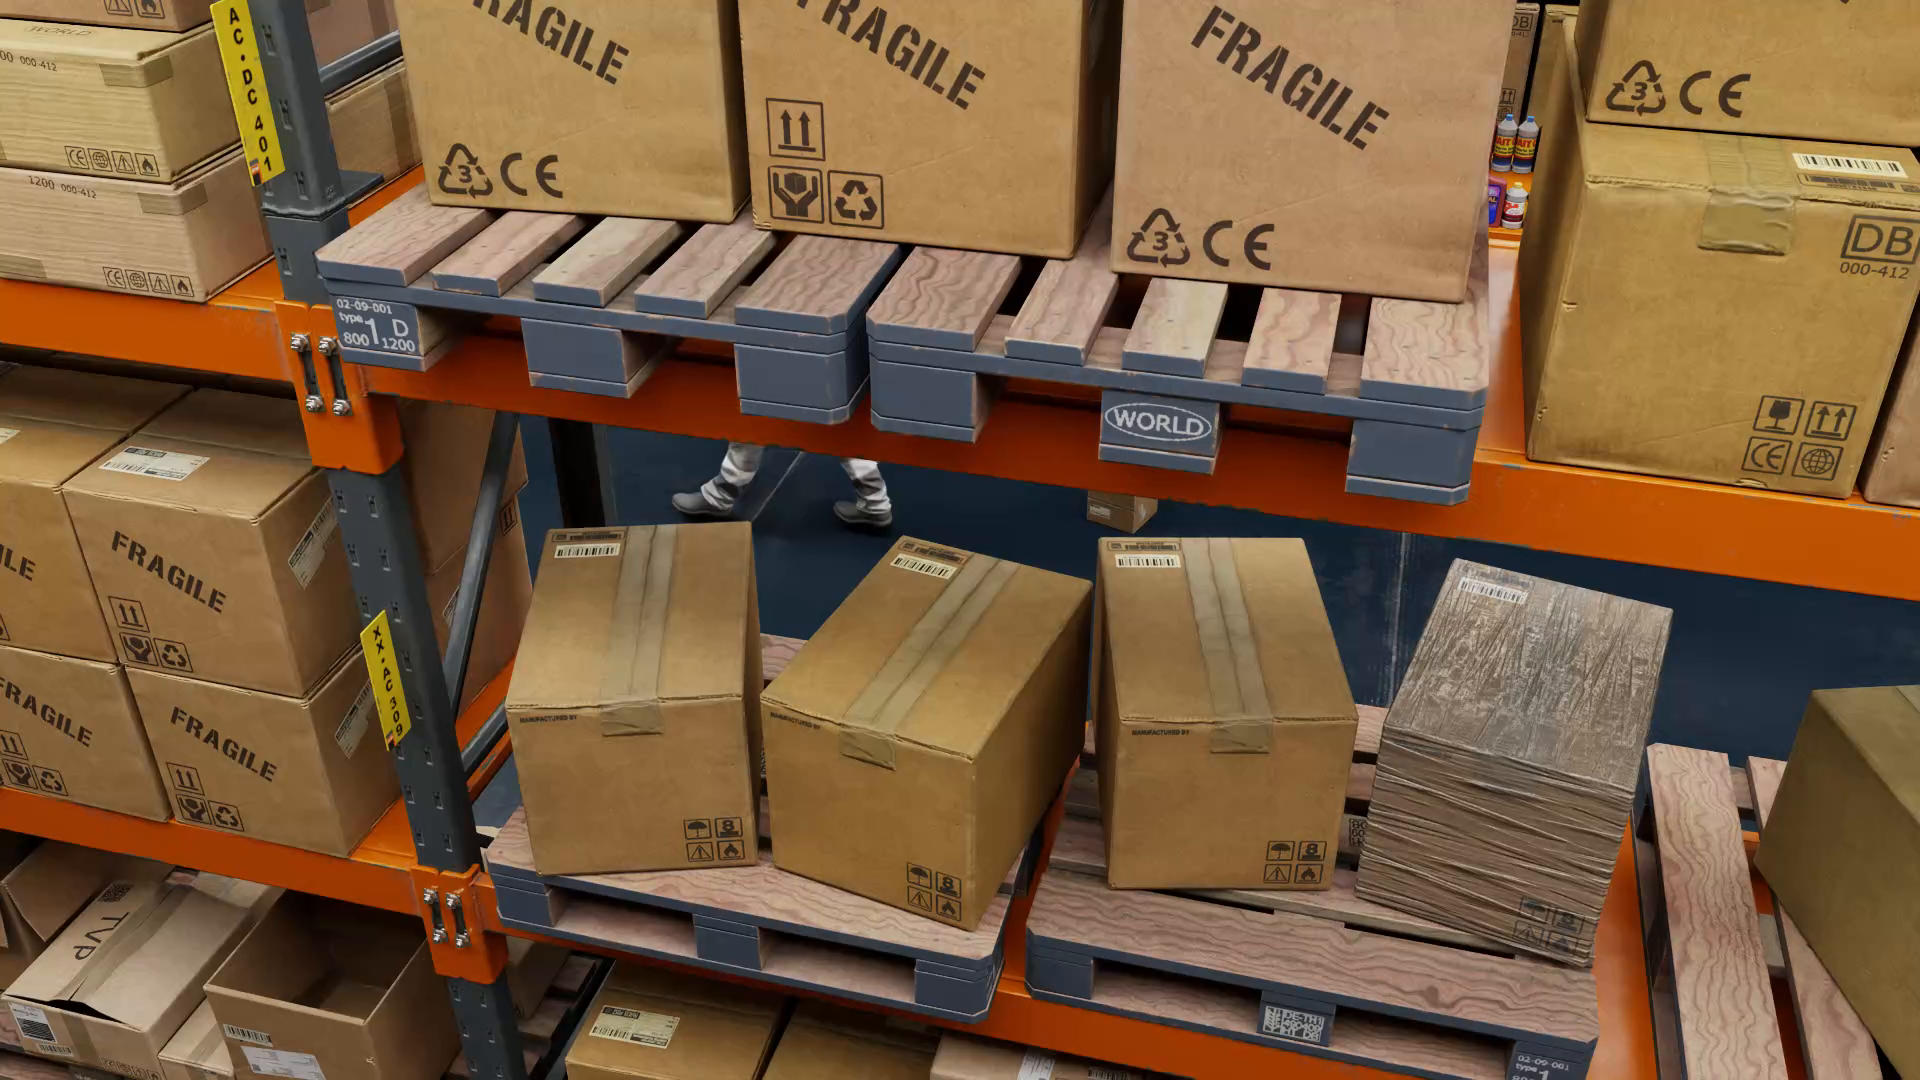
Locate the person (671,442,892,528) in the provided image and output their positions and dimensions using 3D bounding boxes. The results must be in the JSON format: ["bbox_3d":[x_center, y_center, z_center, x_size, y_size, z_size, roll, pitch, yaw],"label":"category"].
[{"bbox_3d":[-0.837,-0.850,7.421,1.055,1.719,0.541,10,34,16],"label":"person"}]
